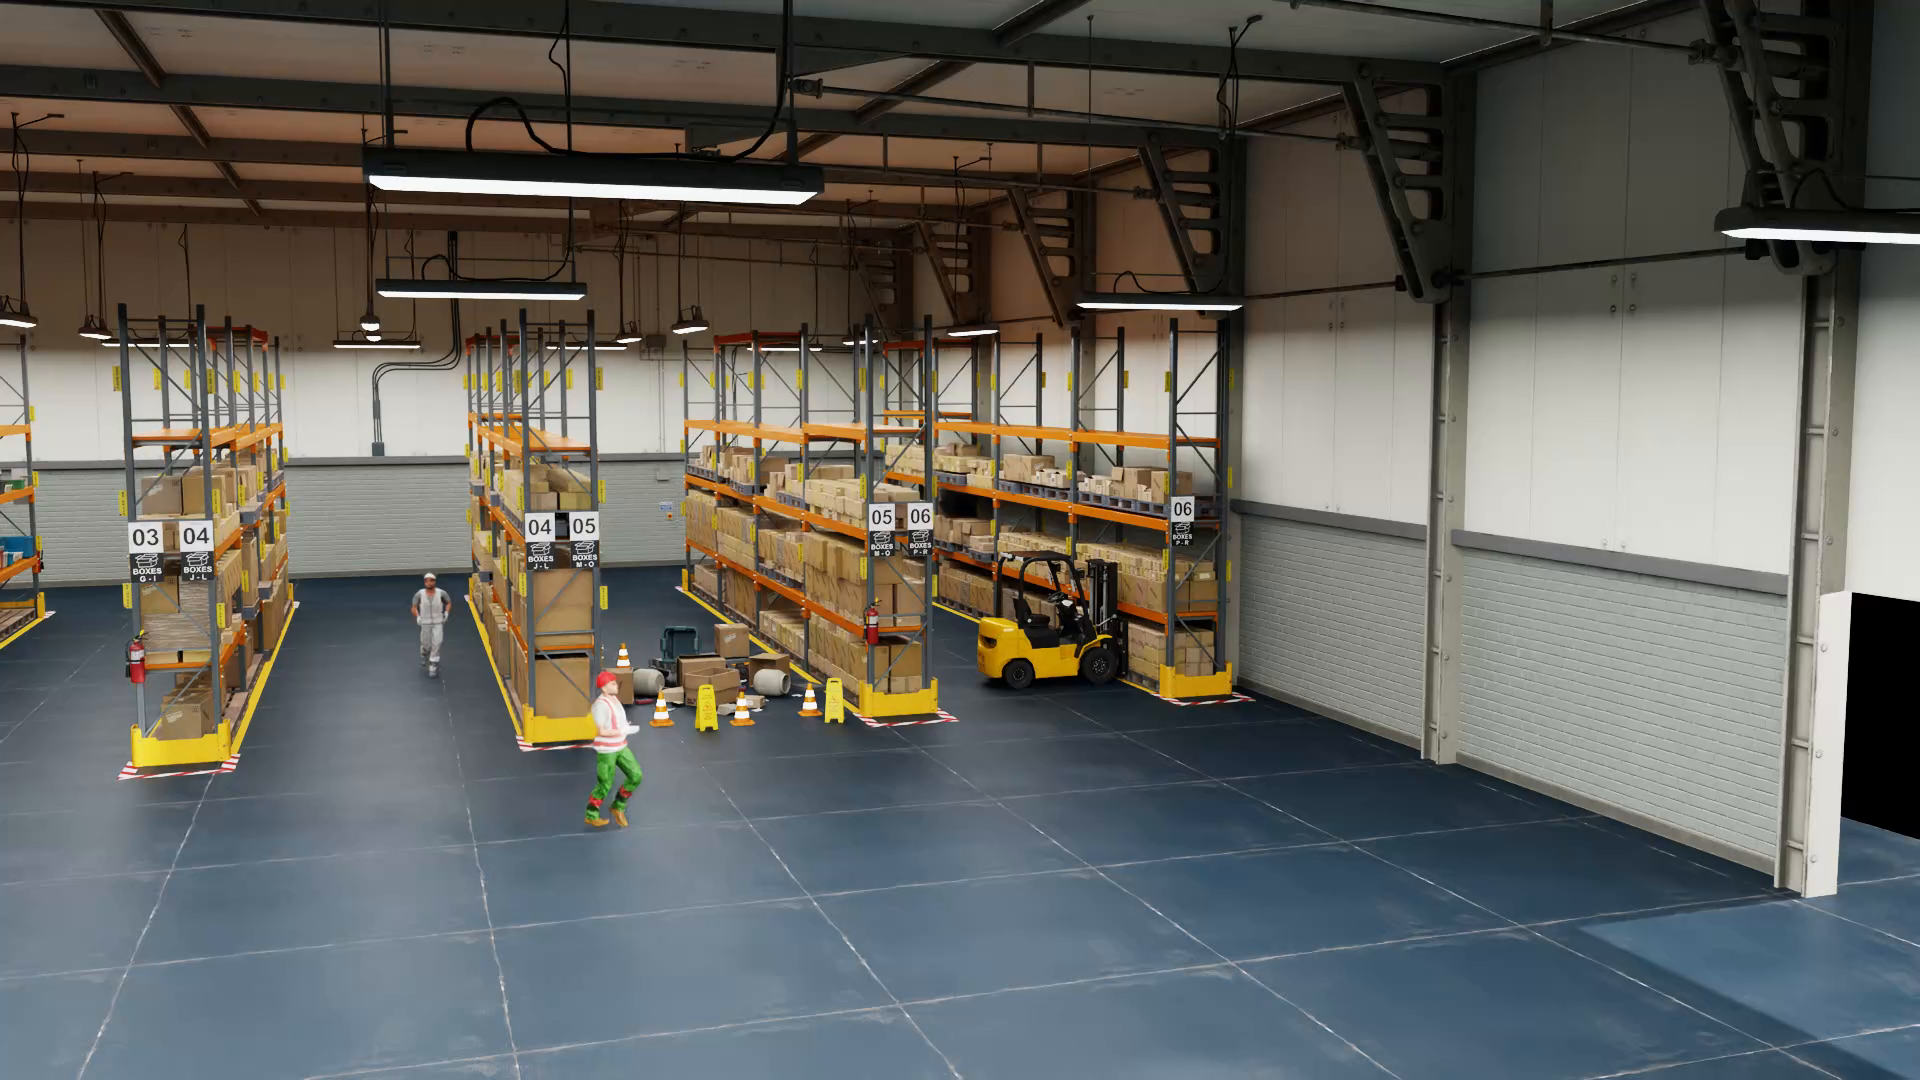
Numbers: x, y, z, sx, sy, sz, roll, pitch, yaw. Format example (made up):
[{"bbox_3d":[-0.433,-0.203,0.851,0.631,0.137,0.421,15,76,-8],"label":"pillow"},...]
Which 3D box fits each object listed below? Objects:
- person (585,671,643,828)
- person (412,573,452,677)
[{"bbox_3d":[-3.865,2.353,18.571,0.708,1.791,0.639,2,6,18],"label":"person"},{"bbox_3d":[-9.041,1.437,28.505,0.657,1.764,0.700,-2,6,-18],"label":"person"}]
